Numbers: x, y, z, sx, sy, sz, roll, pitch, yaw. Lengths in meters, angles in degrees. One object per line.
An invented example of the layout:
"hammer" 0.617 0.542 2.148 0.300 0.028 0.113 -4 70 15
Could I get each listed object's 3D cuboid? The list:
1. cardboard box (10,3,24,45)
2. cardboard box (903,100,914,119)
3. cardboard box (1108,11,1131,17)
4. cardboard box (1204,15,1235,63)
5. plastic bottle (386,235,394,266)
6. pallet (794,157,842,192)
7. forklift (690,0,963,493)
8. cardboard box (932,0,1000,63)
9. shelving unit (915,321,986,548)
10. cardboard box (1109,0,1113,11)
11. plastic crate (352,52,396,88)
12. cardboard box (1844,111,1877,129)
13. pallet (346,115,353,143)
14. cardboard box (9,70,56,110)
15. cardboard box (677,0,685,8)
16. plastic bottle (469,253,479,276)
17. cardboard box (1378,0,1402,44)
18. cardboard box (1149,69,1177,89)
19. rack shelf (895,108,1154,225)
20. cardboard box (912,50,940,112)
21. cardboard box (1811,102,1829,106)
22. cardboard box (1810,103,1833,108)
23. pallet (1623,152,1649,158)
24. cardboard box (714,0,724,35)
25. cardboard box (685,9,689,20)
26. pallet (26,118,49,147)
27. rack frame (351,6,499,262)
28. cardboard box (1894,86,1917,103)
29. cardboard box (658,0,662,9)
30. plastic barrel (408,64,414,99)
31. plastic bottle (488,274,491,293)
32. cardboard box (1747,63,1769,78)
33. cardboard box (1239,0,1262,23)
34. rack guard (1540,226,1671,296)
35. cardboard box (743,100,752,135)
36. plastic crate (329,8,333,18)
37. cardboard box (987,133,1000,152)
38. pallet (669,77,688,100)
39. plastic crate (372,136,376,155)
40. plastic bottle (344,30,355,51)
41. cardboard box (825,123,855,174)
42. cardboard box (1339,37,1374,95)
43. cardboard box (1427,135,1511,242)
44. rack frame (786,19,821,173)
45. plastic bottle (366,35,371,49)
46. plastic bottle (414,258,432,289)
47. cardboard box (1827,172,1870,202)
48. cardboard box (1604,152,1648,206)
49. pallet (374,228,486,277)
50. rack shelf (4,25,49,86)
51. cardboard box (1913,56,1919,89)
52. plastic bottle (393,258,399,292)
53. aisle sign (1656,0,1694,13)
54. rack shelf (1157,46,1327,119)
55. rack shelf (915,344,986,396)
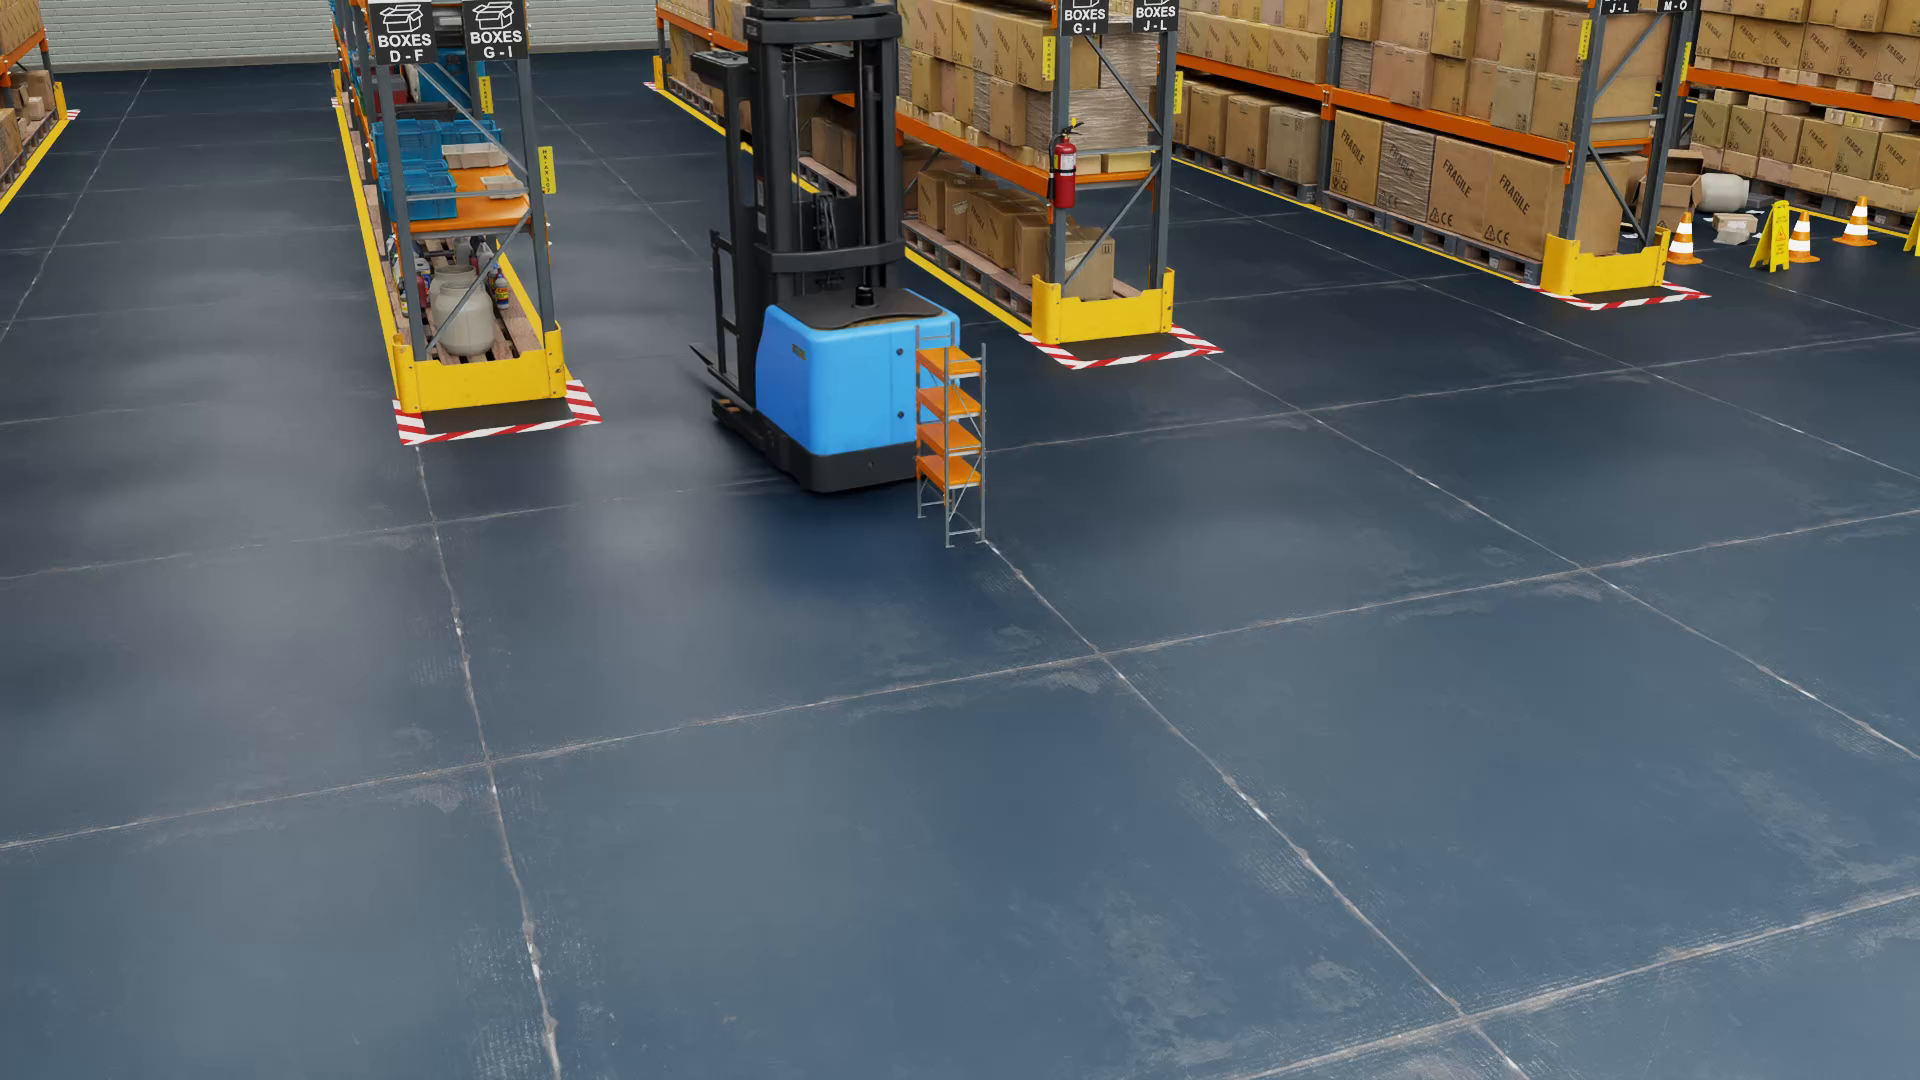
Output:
"cardboard box" -12.584 -6.719 21.701 0.500 0.500 0.500 -8 24 -19
"cardboard box" -0.334 -4.206 16.191 0.380 0.149 0.250 -8 24 -19
"cardboard box" 1.099 -4.144 13.921 0.500 0.500 0.500 -8 24 -19
"cardboard box" 3.324 -6.109 20.254 0.500 0.500 0.500 -8 24 -19
"plastic bottle" -5.136 -2.624 15.060 0.097 0.271 0.097 0 23 0
"pallet" -1.343 -4.418 19.961 1.003 0.211 1.213 -8 24 -19
"forklift" -1.092 -2.179 11.147 1.130 2.935 3.031 -11 25 -24
"cardboard box" 0.070 -4.616 15.041 0.500 0.500 0.500 -8 24 -19
"shelving unit" -0.058 -0.613 9.660 0.258 1.200 0.503 -8 24 -19
"cardboard box" 2.178 -7.246 22.479 0.380 0.149 0.250 -8 24 -19
"plastic crate" -5.967 -4.708 16.976 0.402 0.464 0.583 -8 24 -19
"cardboard box" 9.674 -4.482 17.722 0.380 0.149 0.250 -8 24 -18
"pallet" -7.961 -5.738 23.092 1.003 0.211 1.213 -8 24 -19
"cardboard box" -13.291 -6.423 23.780 0.500 0.500 0.500 -8 24 -19
"cardboard box" -3.974 -8.191 25.131 0.500 0.250 0.500 -9 24 -20
"plastic bottle" -4.205 -2.349 14.393 0.061 0.283 0.133 -8 24 -19
"cardboard box" 4.872 -5.422 17.168 0.875 0.550 0.550 -8 24 -19
"cardboard box" 2.571 -6.231 22.383 0.500 0.250 0.500 -9 24 -20
"rack shelf" 0.502 -3.476 15.060 1.077 0.370 4.000 -8 24 -19
"cardboard box" 0.040 -4.359 15.717 0.875 0.500 0.500 -8 24 -19
"cardboard box" 12.741 -6.664 24.215 0.875 0.625 0.625 -8 24 -17
"cardboard box" 9.707 -4.803 19.317 0.500 0.500 0.500 -8 24 -18
"pallet" 8.790 -4.891 21.083 1.003 0.211 1.213 -8 24 -19
"cardboard box" -3.103 -7.285 23.044 0.500 0.500 0.500 -8 24 -19
"cardboard box" -3.900 -7.858 24.854 0.380 0.149 0.250 -9 24 -20
"pallet" -12.977 -5.491 22.507 1.003 0.211 1.213 -8 24 -19
"rack frame" -4.839 -3.854 15.033 1.000 3.000 0.127 -8 24 -19
"cardboard box" 9.883 -4.604 17.134 0.380 0.149 0.250 -9 24 -20
"cardboard box" -4.628 -8.604 26.625 0.380 0.149 0.250 -8 24 -18
"plastic barrel" -5.383 -4.718 16.908 0.433 0.535 0.433 0 23 0
"plastic bottle" -3.966 -2.213 14.174 0.097 0.201 0.097 0 23 0
"cardboard box" 9.192 -5.348 18.899 0.380 0.149 0.250 -8 24 -17
"cardboard box" 3.751 -6.418 19.699 0.700 0.500 0.500 -9 24 -20
"rack guard" 5.892 -2.564 15.189 1.175 0.500 0.348 -8 24 -19
"cardboard box" -2.150 -5.780 21.797 1.225 0.875 0.875 -8 24 -19
"plastic crate" -9.263 -7.858 24.794 0.250 0.136 0.298 -8 24 -19
"cardboard box" 0.457 -3.492 14.496 0.380 0.149 0.250 -8 24 -19
"pallet" -4.089 -7.329 26.868 1.003 0.211 1.213 -8 24 -19
"plastic crate" -4.623 -3.225 13.812 0.450 0.188 0.662 -8 24 -19
"plastic bottle" -7.728 -6.351 21.115 0.152 0.276 0.135 -8 24 -19
"cardboard box" -1.155 -4.598 19.448 0.700 0.500 0.500 -10 25 -23
"cardboard box" 4.612 -5.114 17.829 0.875 0.550 0.550 -8 24 -19
"cardboard box" 5.270 -3.495 16.376 0.875 0.875 0.875 -9 24 -20
"rack frame" -1.618 -5.987 20.093 1.000 3.000 0.127 -8 24 -19
"plastic bottle" -7.388 -6.168 20.682 0.152 0.276 0.135 -8 24 -19
"plastic bottle" -4.595 -2.258 14.186 0.152 0.276 0.135 -8 24 -19
"cardboard box" 9.766 -3.813 17.933 0.500 0.250 0.500 -8 24 -19
"cardboard box" 7.152 -3.982 18.375 0.797 0.637 0.503 -8 24 -19
"pallet" -5.152 -2.849 16.239 1.003 0.211 1.213 -8 24 -19
"rack shelf" -13.007 -6.478 22.184 1.077 0.370 4.000 -8 24 -19
"cardboard box" 10.030 -4.783 16.724 0.500 0.500 0.500 -9 24 -20
"plastic bottle" -4.725 -2.263 14.101 0.144 0.351 0.185 -9 24 -19
"aisle sign" 6.190 -4.938 14.256 0.394 0.787 0.004 -8 24 -19
"rack shelf" 3.764 -5.573 20.036 1.077 0.370 4.000 -8 24 -19
"rack shelf" -0.058 -0.975 9.507 0.258 0.148 0.480 -8 24 -19
